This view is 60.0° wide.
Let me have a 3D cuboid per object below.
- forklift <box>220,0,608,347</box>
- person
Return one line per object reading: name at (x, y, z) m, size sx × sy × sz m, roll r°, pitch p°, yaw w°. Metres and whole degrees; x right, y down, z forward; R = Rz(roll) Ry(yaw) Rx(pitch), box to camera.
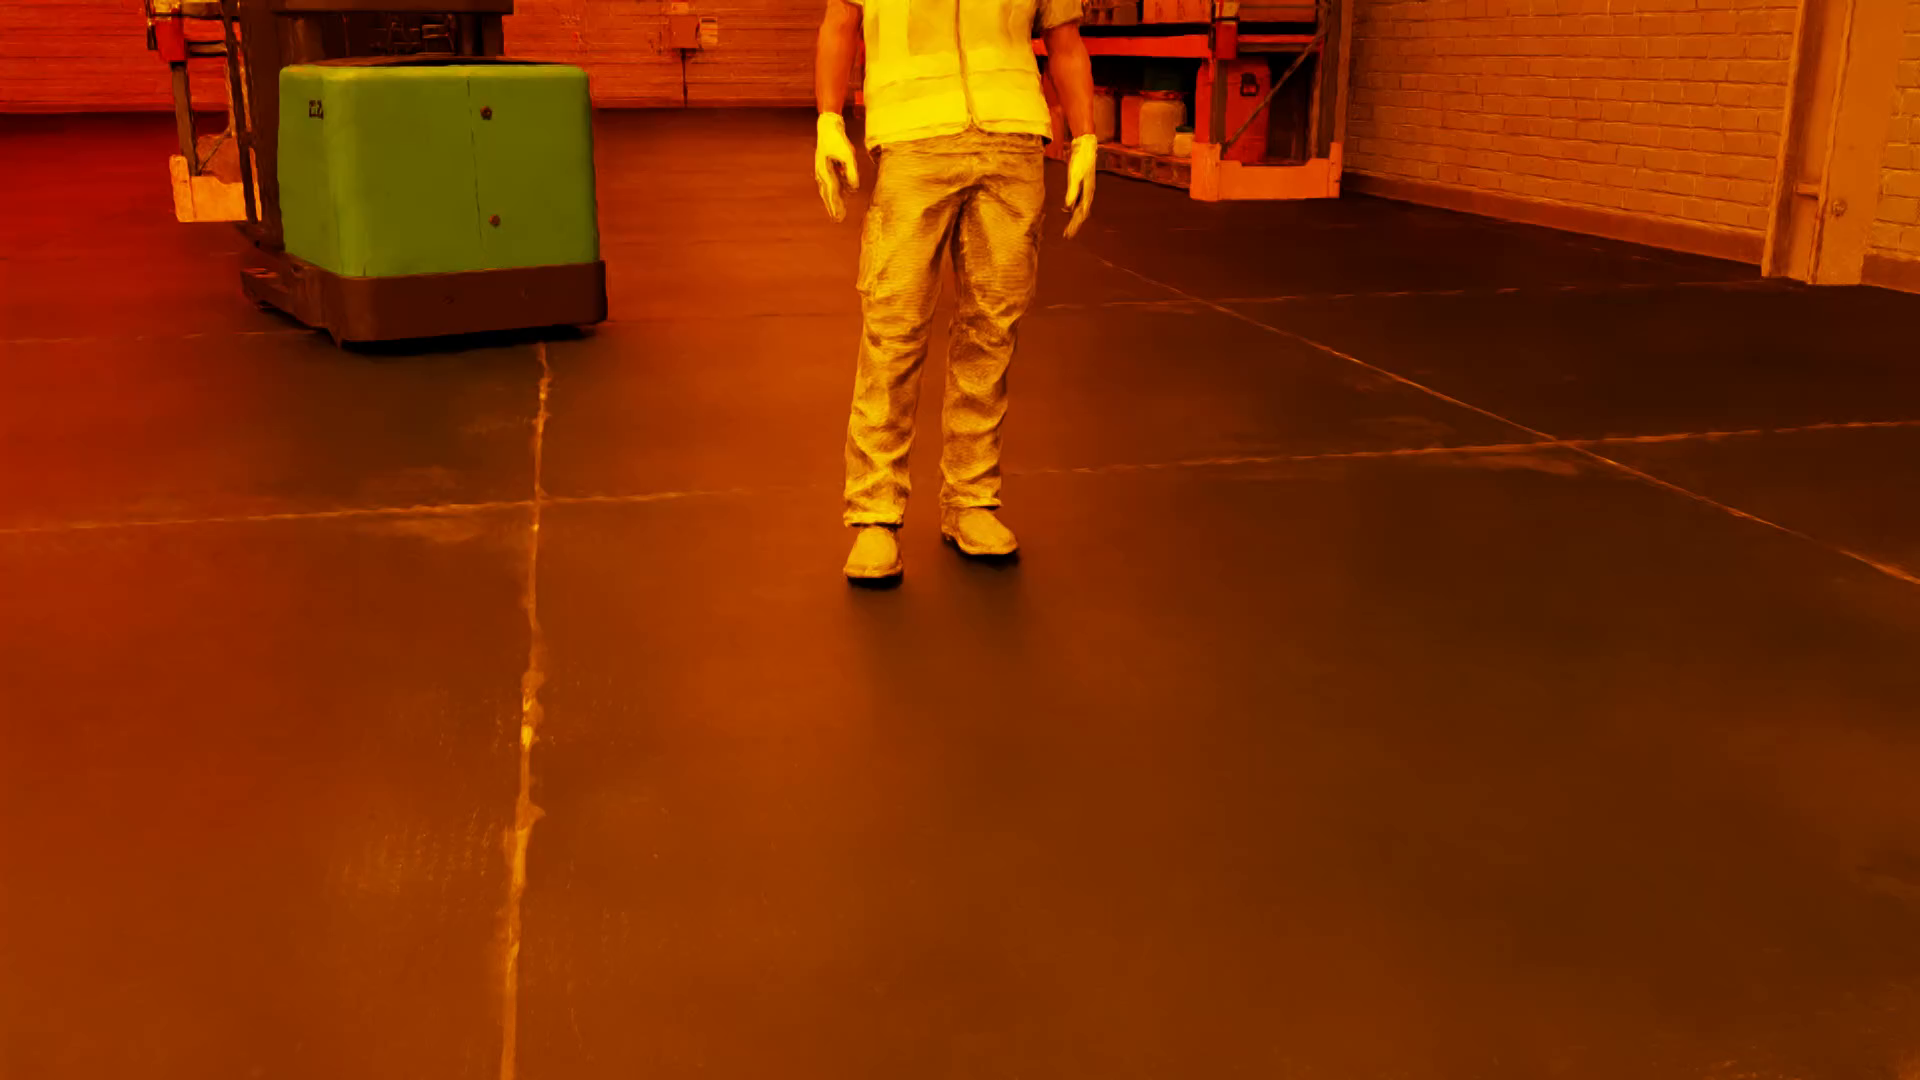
forklift at (-2.677, -2.517, 7.344) m, size 1.130 × 2.935 × 3.031 m, roll -11°, pitch 20°, yaw -32°
person at (0.008, -0.841, 3.691) m, size 0.655 × 1.782 × 0.576 m, roll -4°, pitch 17°, yaw -12°
